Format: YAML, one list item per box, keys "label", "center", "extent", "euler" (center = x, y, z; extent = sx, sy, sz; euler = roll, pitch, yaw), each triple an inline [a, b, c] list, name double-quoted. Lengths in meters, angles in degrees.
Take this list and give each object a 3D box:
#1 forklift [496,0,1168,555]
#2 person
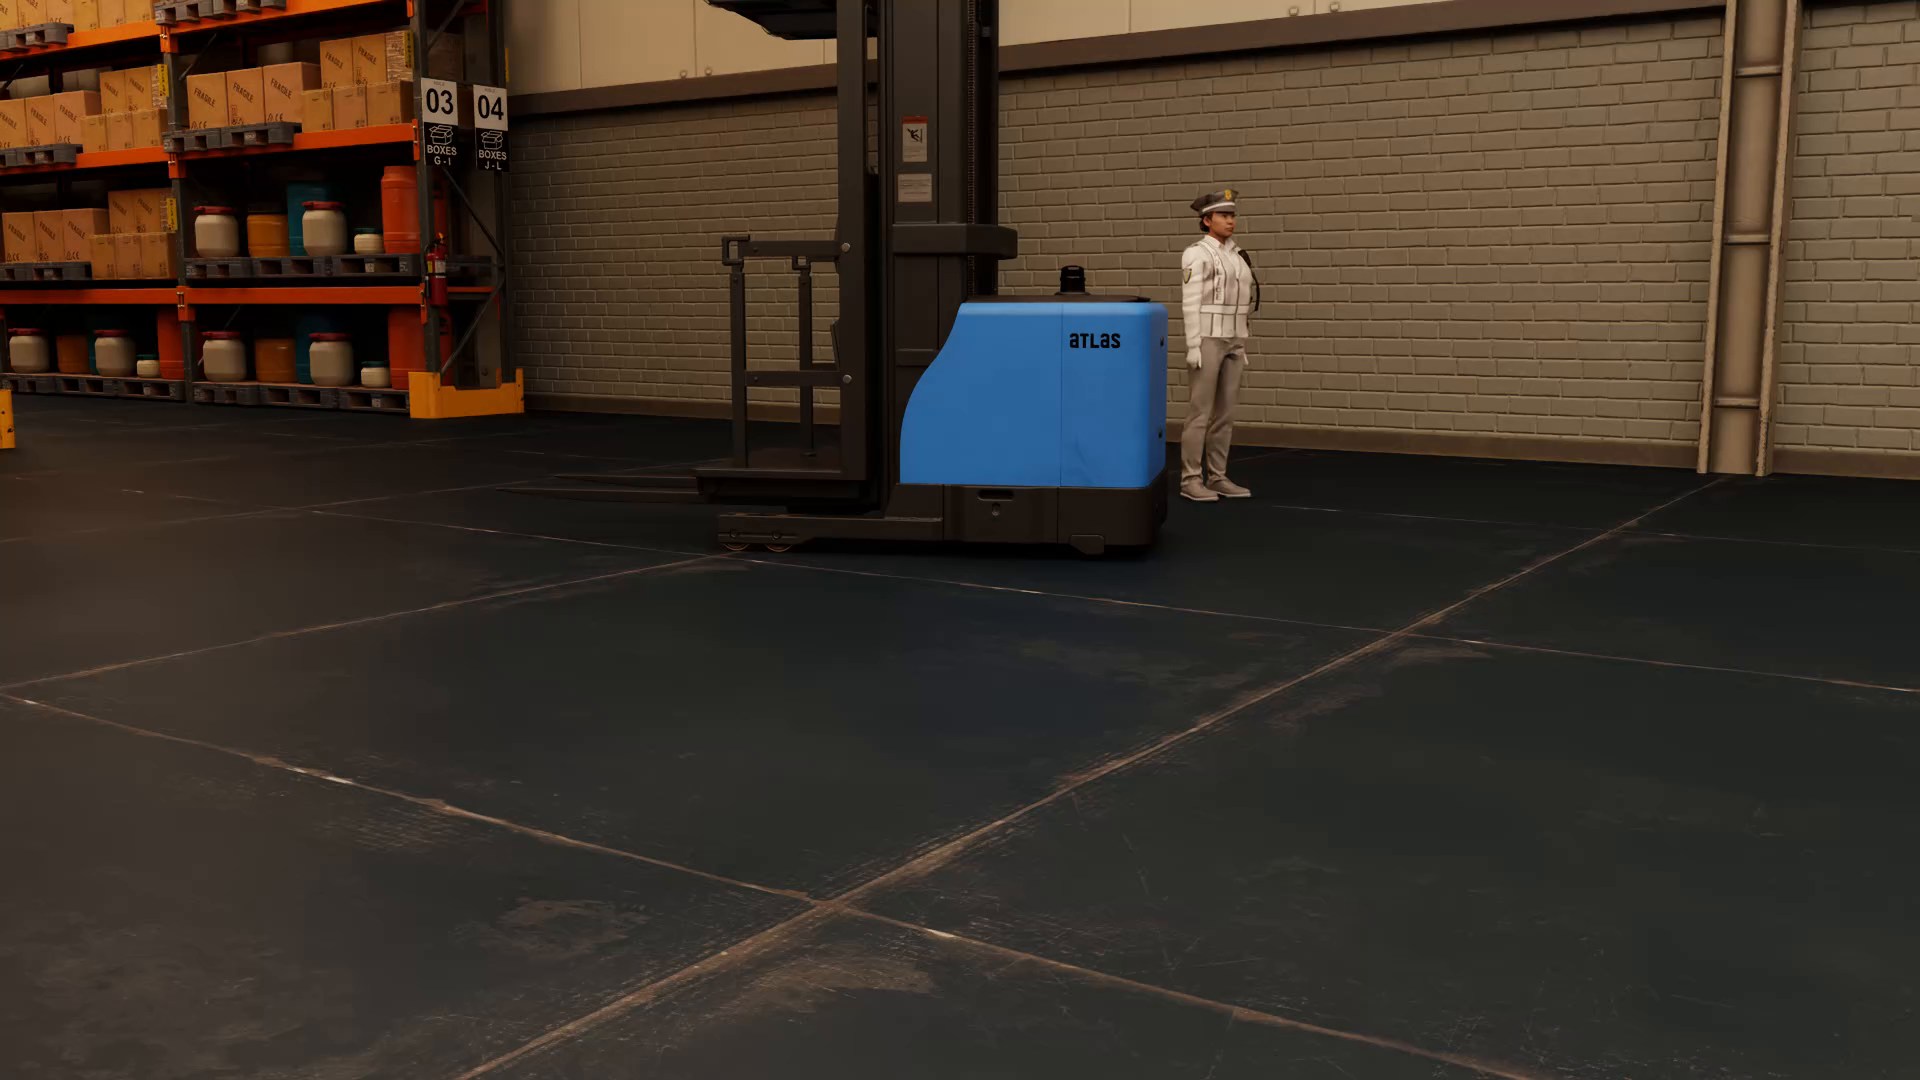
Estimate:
- label: "forklift"
  center: [-0.596, -1.469, 7.520]
  extent: [3.031, 2.935, 1.130]
  euler: [2, 8, 12]
- label: "person"
  center: [1.416, -1.069, 9.133]
  extent: [0.464, 1.691, 0.337]
  euler: [-7, 11, -41]
